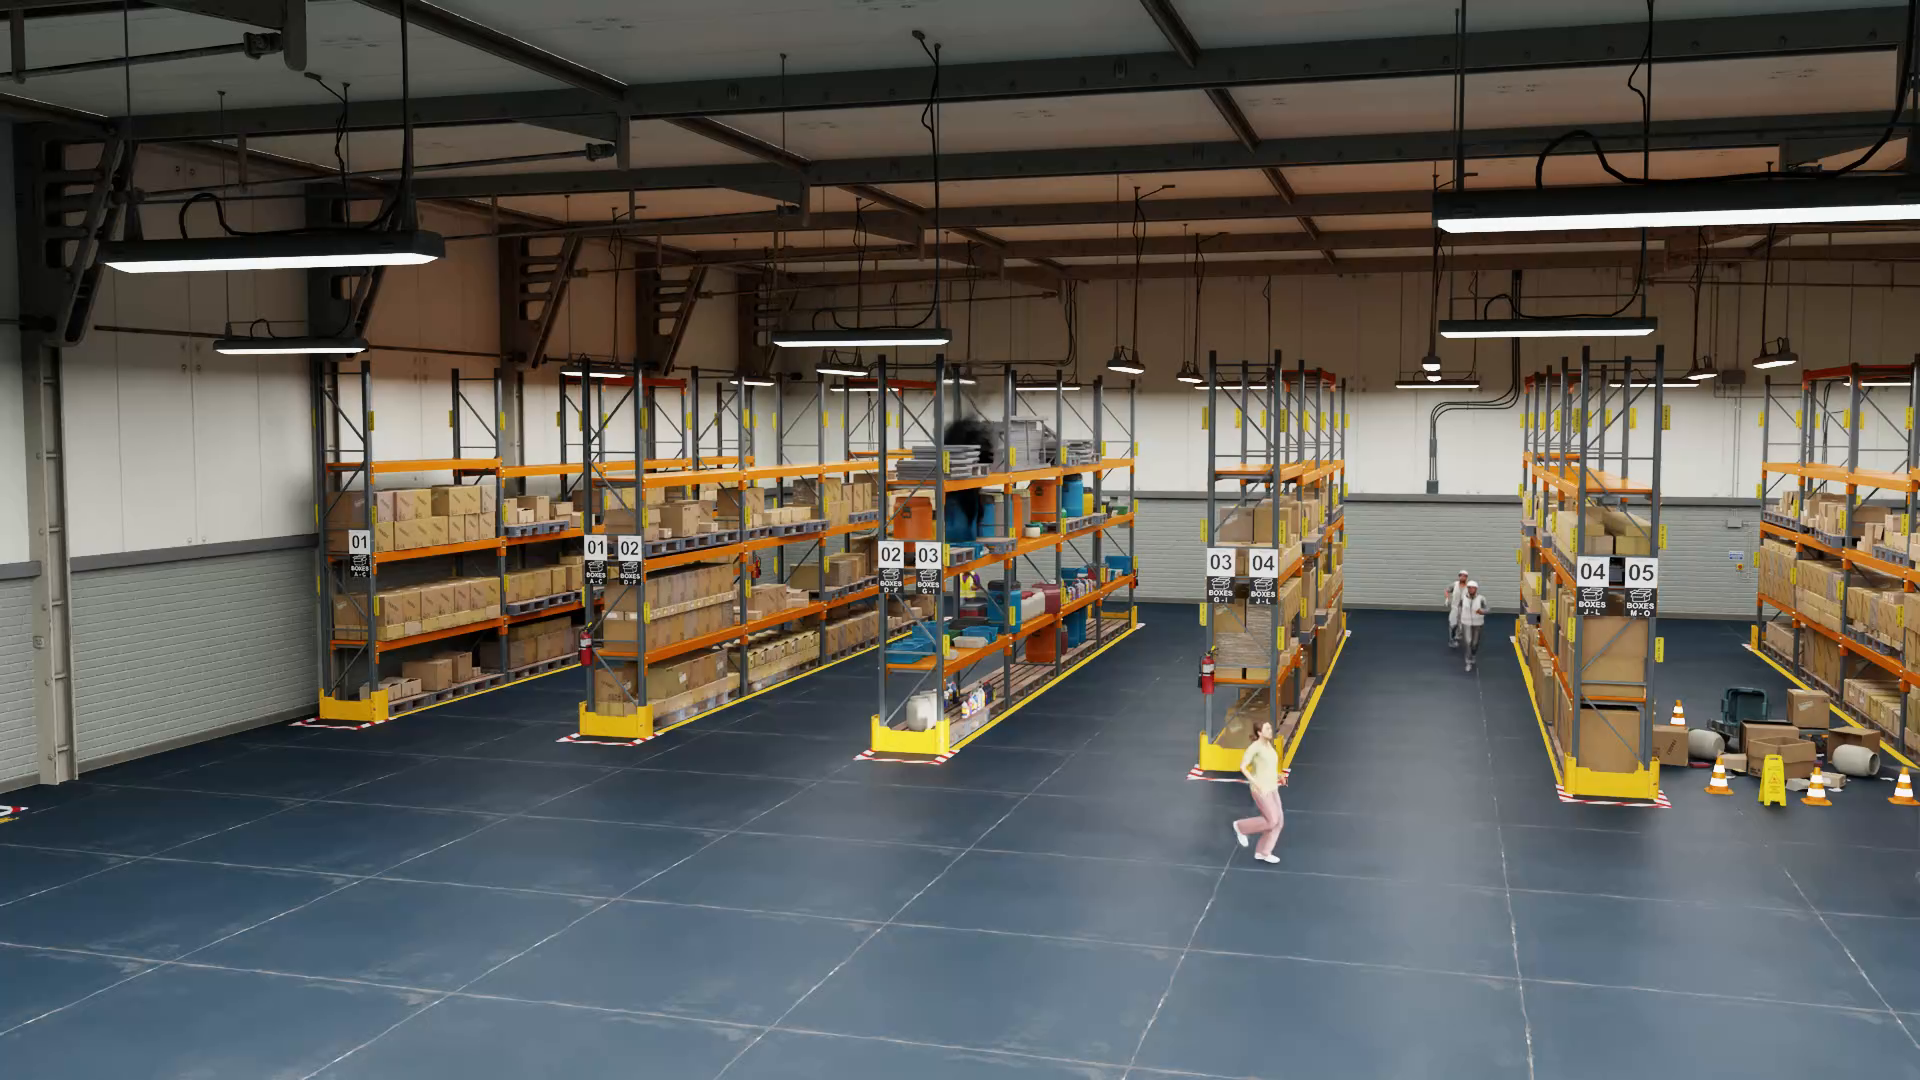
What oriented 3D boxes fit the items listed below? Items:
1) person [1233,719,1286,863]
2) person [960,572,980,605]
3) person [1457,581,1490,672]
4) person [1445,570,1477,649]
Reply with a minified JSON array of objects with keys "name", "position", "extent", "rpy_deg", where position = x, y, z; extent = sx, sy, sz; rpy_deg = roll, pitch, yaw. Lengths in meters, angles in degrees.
[{"name":"person","position":[3.425,2.841,18.969],"extent":[0.565,1.626,0.581],"rpy_deg":[3,5,40]},{"name":"person","position":[0.165,1.367,38.709],"extent":[0.624,1.809,0.907],"rpy_deg":[0,4,4]},{"name":"person","position":[10.374,1.715,33.595],"extent":[0.643,1.798,0.894],"rpy_deg":[1,4,18]},{"name":"person","position":[10.930,1.525,36.302],"extent":[0.696,1.736,0.542],"rpy_deg":[1,4,20]}]
